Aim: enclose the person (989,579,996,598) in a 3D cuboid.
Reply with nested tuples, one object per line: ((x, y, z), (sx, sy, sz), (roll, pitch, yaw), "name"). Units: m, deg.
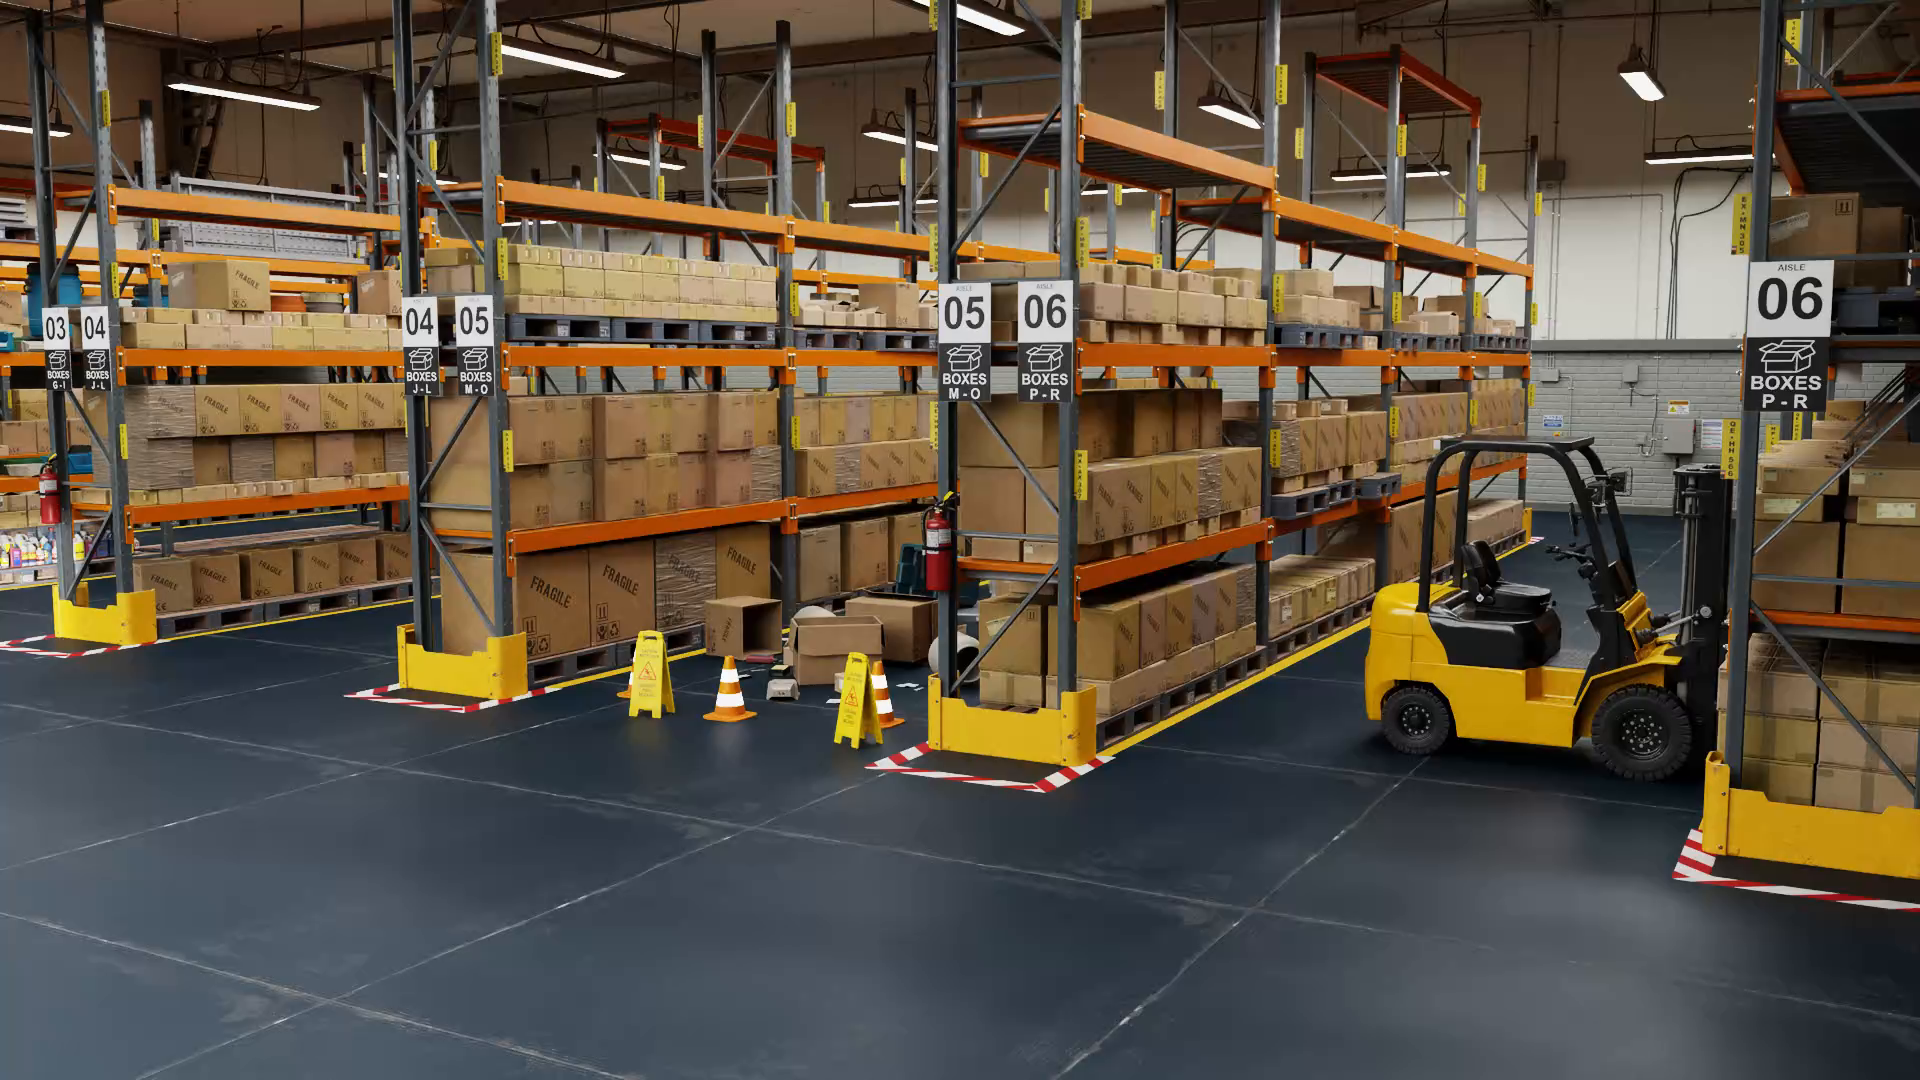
((0.478, -0.156, 18.799), (0.465, 1.675, 0.461), (3, 7, 27), "person")
